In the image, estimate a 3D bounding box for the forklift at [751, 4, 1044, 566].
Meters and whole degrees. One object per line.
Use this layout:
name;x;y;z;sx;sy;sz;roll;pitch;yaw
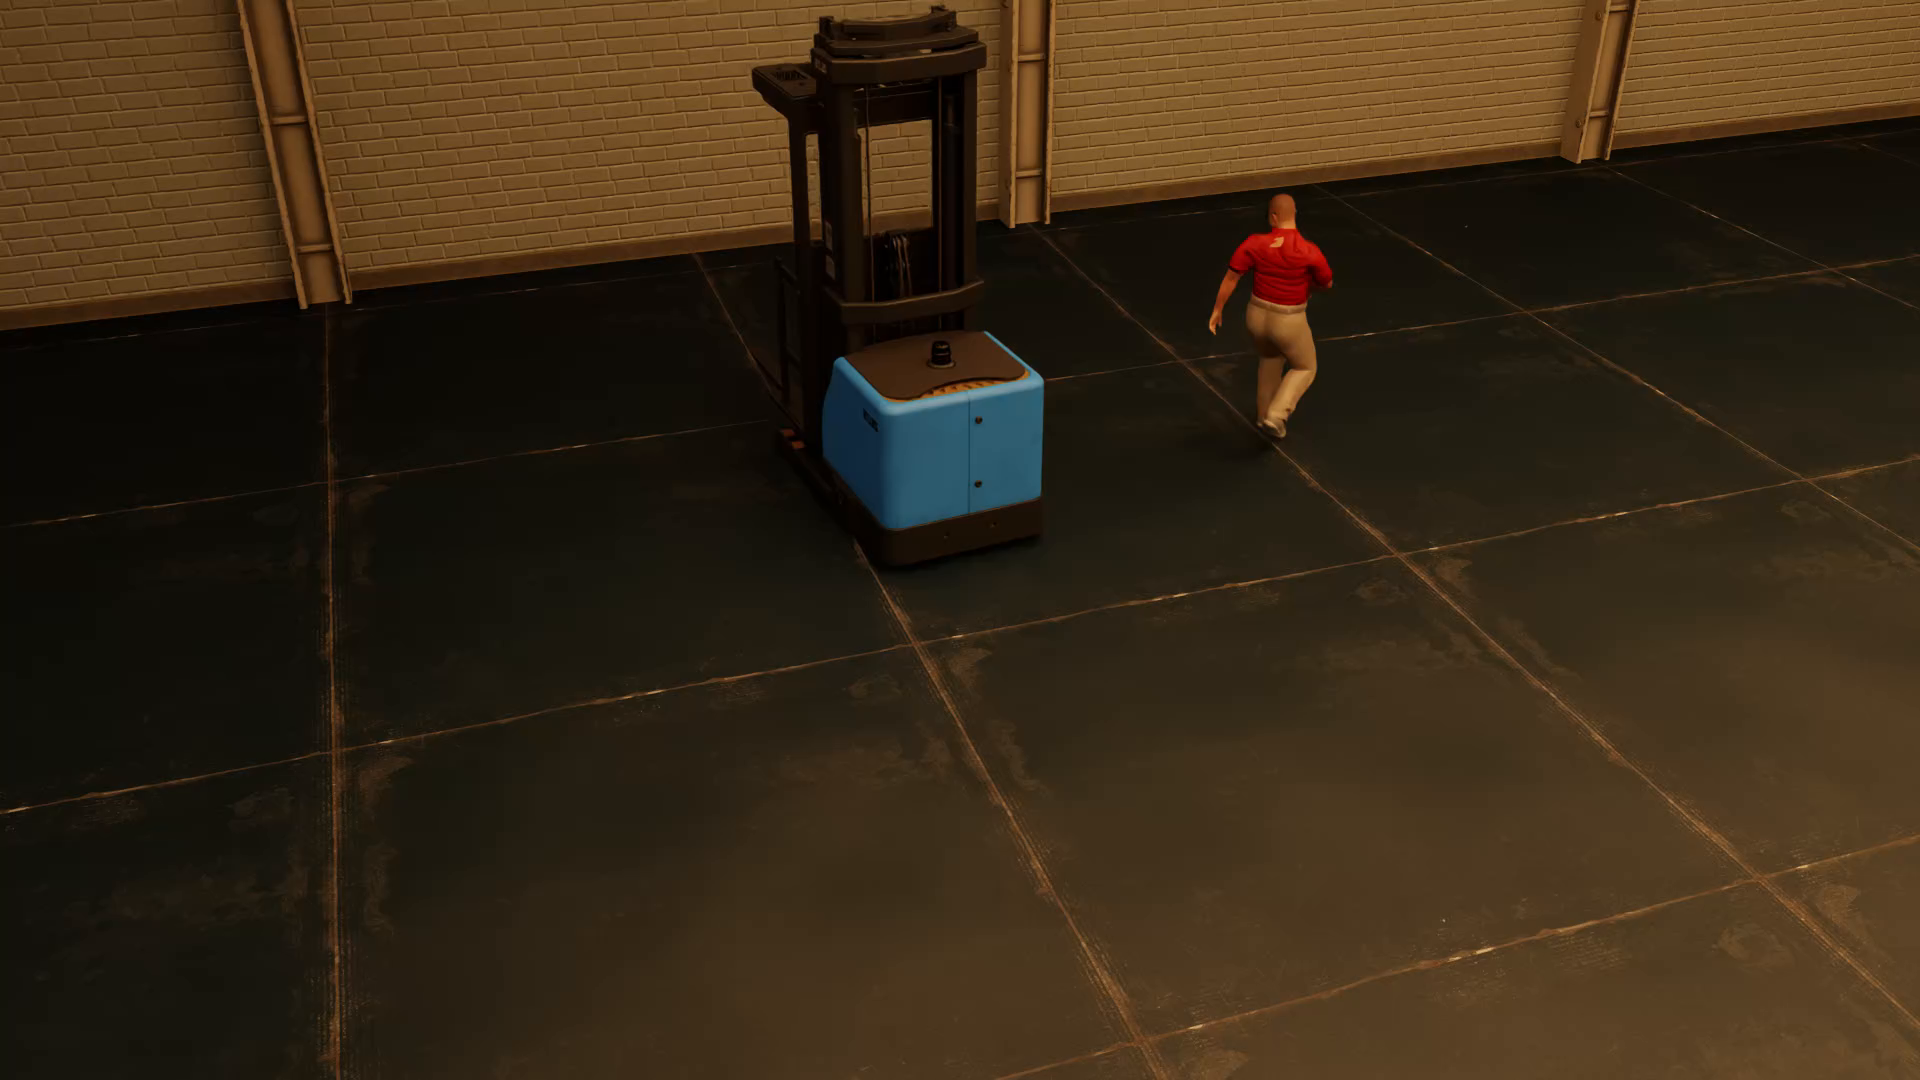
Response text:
forklift;-0.573;-1.835;10.276;1.130;2.935;3.031;-13;32;-21

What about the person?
person;2.070;-1.468;10.916;0.699;1.673;0.634;21;36;32
